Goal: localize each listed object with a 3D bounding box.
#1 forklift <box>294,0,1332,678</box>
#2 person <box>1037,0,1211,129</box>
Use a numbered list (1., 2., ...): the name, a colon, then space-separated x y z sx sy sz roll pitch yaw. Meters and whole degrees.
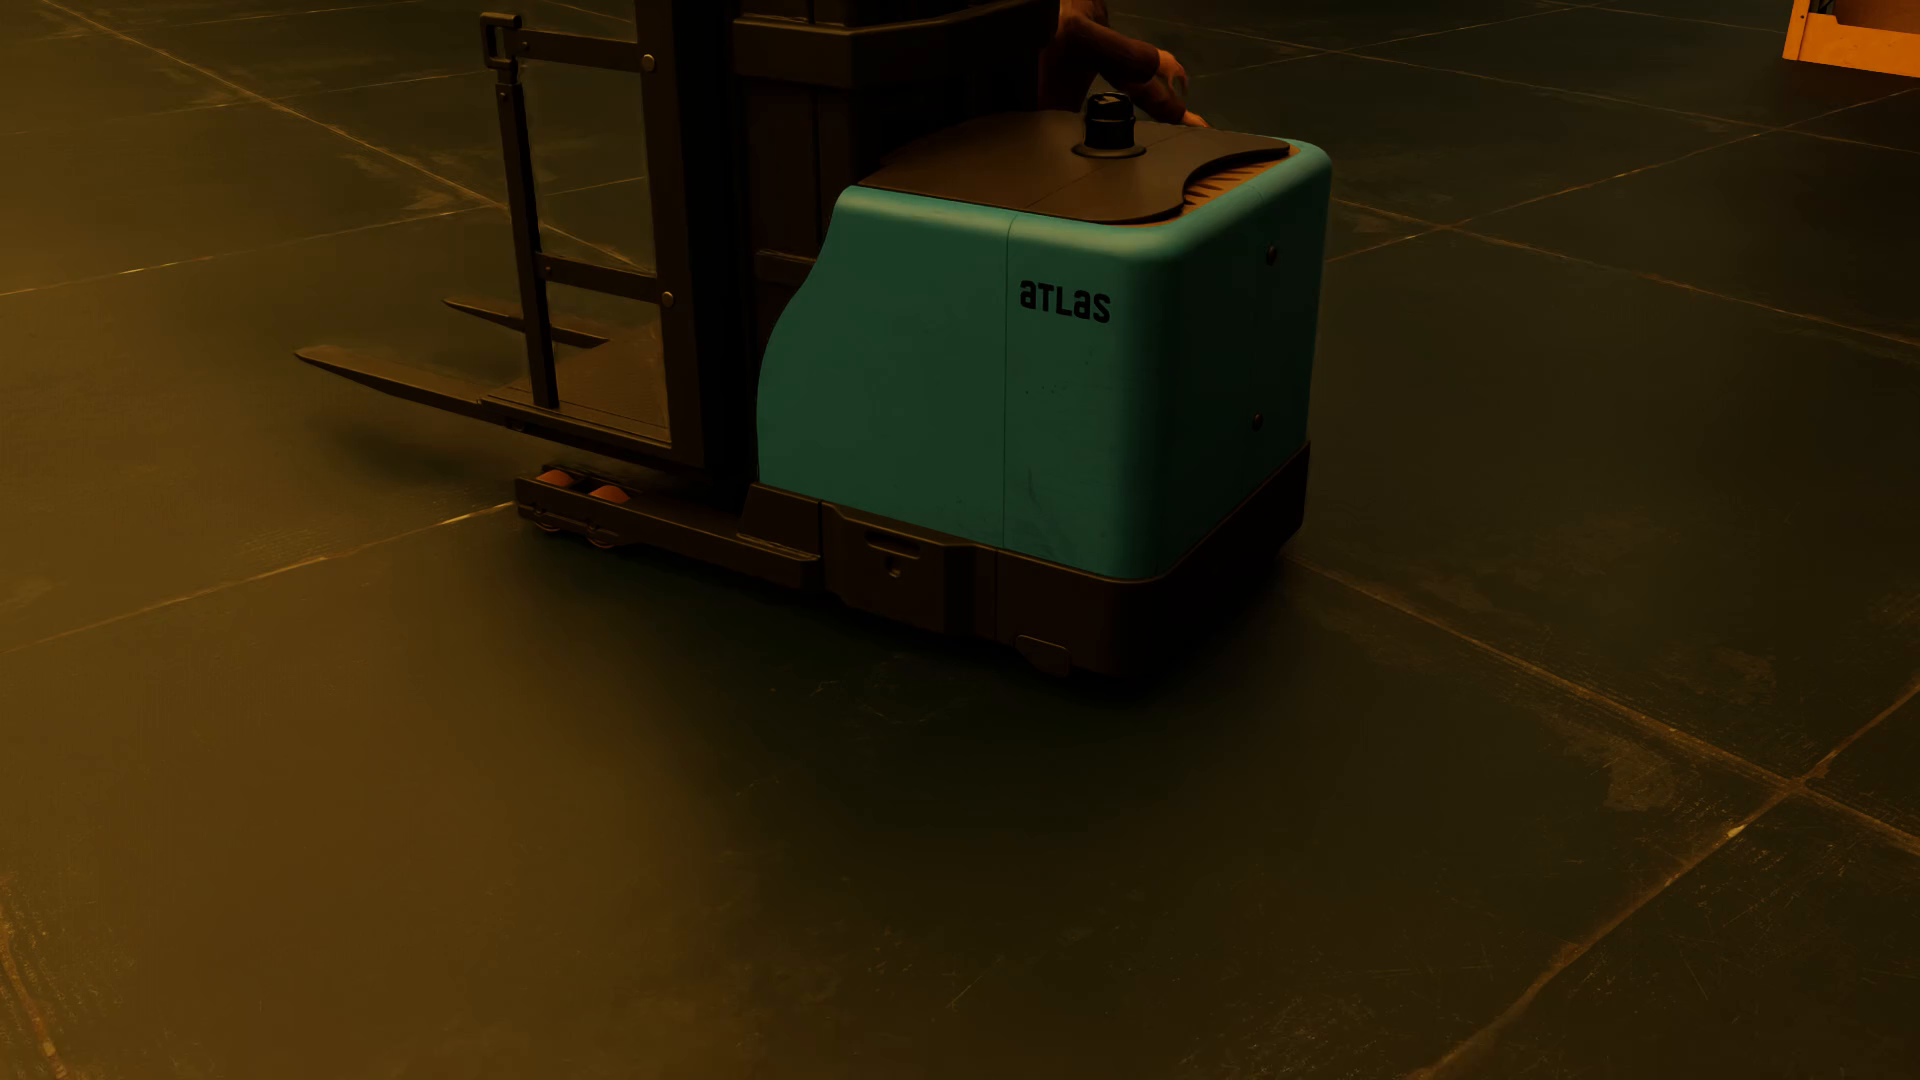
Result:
1. forklift: -0.612 -1.473 4.172 3.031 2.935 1.130 15 30 28
2. person: 0.499 -1.254 5.373 0.913 1.529 0.847 -4 27 -9
